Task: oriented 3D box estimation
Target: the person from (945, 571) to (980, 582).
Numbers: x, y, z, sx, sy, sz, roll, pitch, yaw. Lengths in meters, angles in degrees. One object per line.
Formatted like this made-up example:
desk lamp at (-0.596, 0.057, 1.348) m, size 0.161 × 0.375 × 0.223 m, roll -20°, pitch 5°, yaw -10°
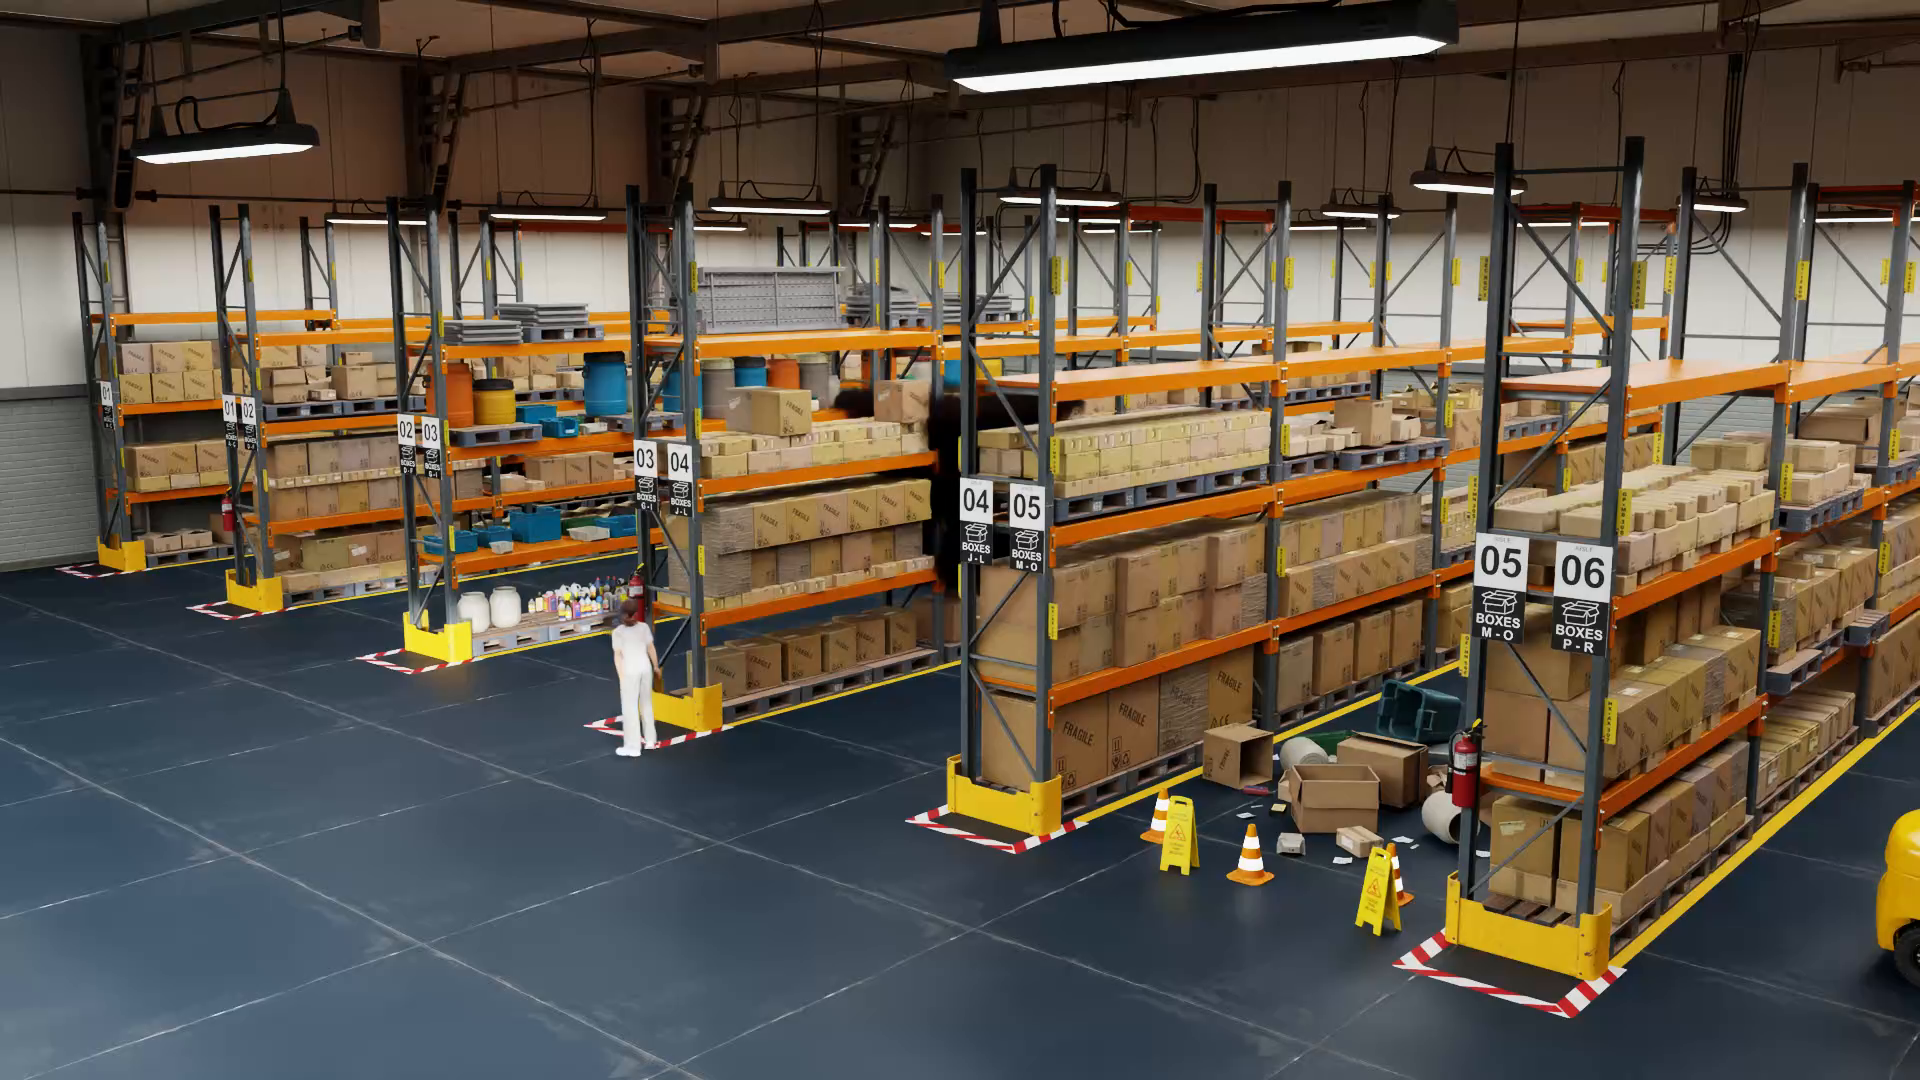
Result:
person at (0.140, -0.261, 25.938) m, size 0.731 × 1.754 × 0.976 m, roll 8°, pitch 12°, yaw 39°

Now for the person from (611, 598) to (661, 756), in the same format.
person at (-3.408, 1.444, 17.576) m, size 0.573 × 1.710 × 0.373 m, roll -9°, pitch 13°, yaw -42°
